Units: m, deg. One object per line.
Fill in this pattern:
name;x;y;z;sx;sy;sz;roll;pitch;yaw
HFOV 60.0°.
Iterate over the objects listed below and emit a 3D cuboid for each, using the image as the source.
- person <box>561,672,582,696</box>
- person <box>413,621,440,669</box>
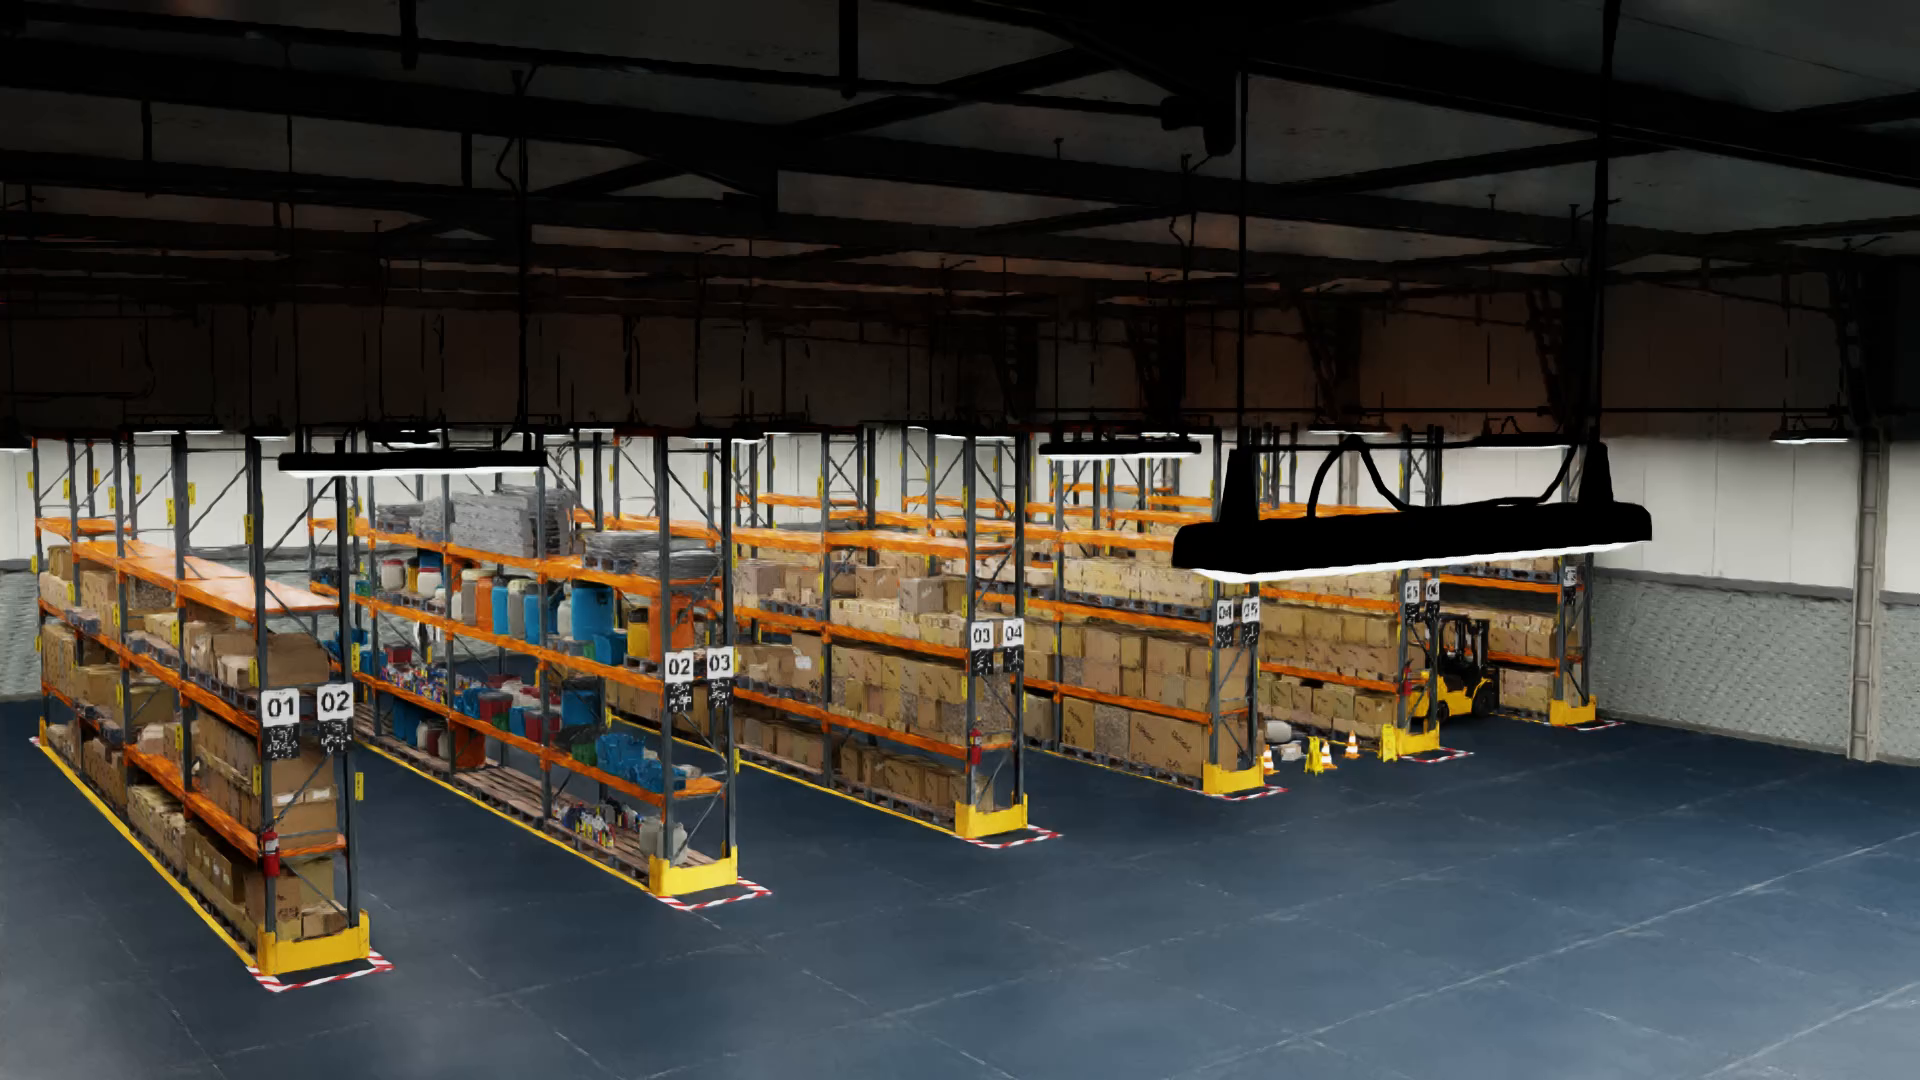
person;-6.855;3.162;29.700;0.542;1.645;1.113;-3;5;-35
person;-12.780;2.400;39.833;0.639;1.632;0.498;-4;6;-39
